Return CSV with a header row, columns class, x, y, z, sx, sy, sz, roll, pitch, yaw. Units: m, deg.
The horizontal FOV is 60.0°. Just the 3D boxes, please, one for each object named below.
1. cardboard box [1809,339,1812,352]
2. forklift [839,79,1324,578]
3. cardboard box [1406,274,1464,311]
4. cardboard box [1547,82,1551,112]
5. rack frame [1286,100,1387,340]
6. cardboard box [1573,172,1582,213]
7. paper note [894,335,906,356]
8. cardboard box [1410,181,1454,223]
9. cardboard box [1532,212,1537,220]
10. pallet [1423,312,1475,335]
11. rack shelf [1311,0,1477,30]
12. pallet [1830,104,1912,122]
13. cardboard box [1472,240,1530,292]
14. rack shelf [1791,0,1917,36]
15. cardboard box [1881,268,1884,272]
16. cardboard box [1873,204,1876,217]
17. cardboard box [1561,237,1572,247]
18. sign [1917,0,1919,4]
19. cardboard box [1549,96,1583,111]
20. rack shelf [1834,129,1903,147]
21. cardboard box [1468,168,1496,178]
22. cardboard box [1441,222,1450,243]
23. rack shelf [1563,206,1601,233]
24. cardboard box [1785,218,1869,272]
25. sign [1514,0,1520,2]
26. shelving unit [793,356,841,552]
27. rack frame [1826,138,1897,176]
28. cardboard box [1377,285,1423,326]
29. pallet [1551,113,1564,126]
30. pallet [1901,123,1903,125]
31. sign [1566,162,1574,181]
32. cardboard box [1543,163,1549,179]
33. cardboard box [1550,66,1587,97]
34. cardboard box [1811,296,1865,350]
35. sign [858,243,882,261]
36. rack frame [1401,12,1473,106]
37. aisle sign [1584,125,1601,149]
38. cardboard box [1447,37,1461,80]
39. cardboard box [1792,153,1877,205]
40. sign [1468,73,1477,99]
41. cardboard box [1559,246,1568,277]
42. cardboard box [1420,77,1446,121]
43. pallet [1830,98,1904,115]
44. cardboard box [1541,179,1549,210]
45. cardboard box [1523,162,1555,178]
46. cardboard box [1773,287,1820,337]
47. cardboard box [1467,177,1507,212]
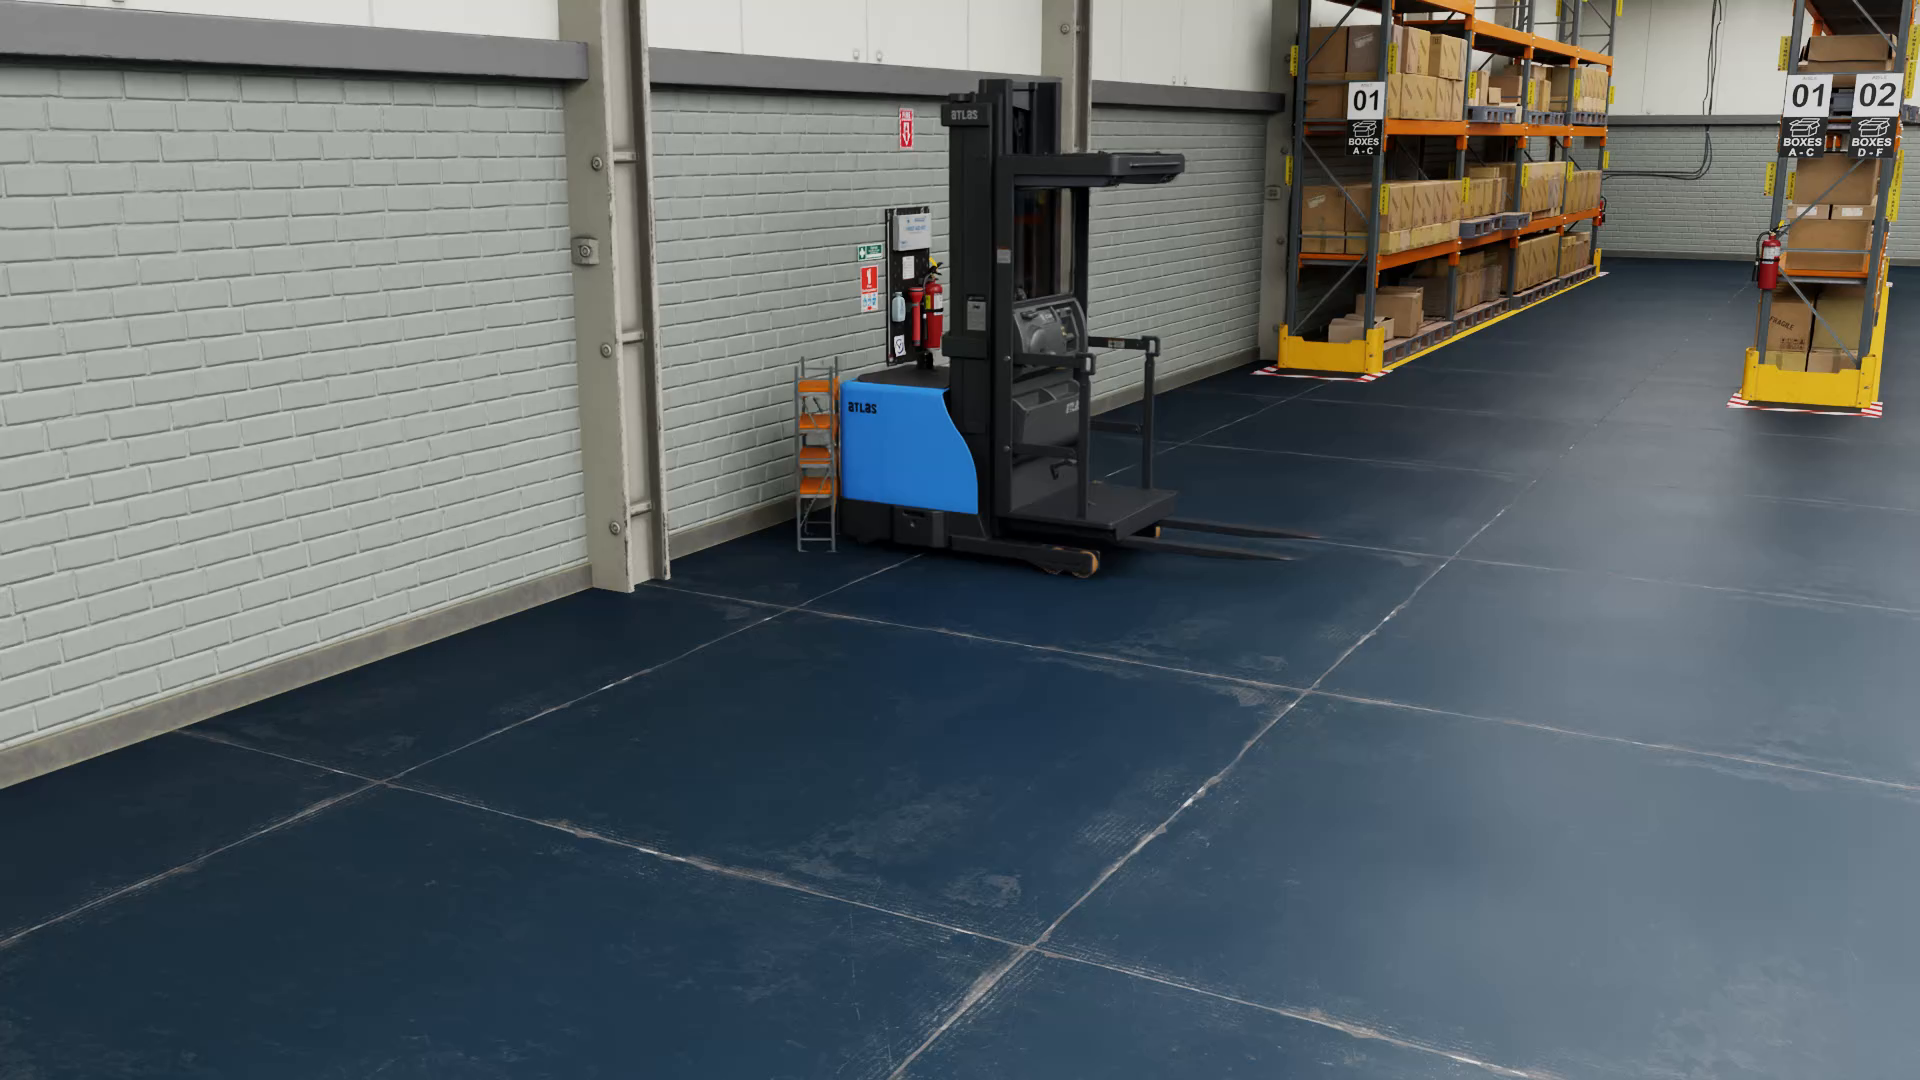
class,x,y,z,sx,sy,sz,roll,pitch,yaw
cardboard box,9.049,-2.084,18.247,0.500,0.250,0.500,7,15,28
forklift,0.748,-1.335,10.319,3.031,2.935,1.130,7,15,28
cardboard box,6.719,-3.510,23.589,0.700,0.500,0.500,7,15,27
cardboard box,9.518,-7.441,27.946,0.700,0.500,0.500,6,15,25
rack frame,4.238,-3.426,18.846,1.000,3.000,0.127,7,15,28
cardboard box,10.674,-6.293,30.096,0.980,0.700,0.700,7,15,27
paper note,-0.455,-1.478,12.642,0.016,0.148,0.142,7,15,28
cardboard box,5.978,-4.313,21.203,0.500,0.500,0.500,7,15,28
cardboard box,9.200,-5.313,27.163,0.380,0.149,0.250,7,15,28
pallet,6.547,-3.051,23.240,1.003,0.211,1.213,7,15,28
rack shelf,5.205,-6.402,19.930,1.077,0.370,4.000,7,15,28
pallet,11.656,-5.495,21.427,1.003,0.211,1.213,8,16,31
cardboard box,8.576,-4.363,26.421,0.750,0.750,0.750,7,15,27
rack shelf,9.544,-5.649,17.652,1.077,0.370,4.000,7,15,28
cardboard box,13.409,-3.777,24.697,0.500,0.500,0.500,7,15,27
cardboard box,9.080,-3.341,16.892,0.380,0.149,0.250,7,15,27
cardboard box,10.816,-5.384,30.020,0.380,0.149,0.250,8,16,30
sign,16.787,-9.529,29.028,0.100,0.325,0.005,7,15,28
cardboard box,10.604,-7.638,29.128,0.500,0.250,0.500,7,15,28
rack shelf,15.345,-6.847,28.168,1.077,0.370,4.000,7,15,28
cardboard box,7.823,-5.504,24.927,0.380,0.149,0.250,5,14,19
cardboard box,5.960,-3.951,21.300,0.500,0.250,0.500,7,15,28
rack shelf,11.006,-5.949,30.845,1.077,0.370,4.000,7,15,28
cardboard box,8.814,-3.009,16.901,0.700,0.500,0.500,7,15,28
sign,9.566,-9.404,28.509,0.100,0.325,0.005,7,15,28
shelving unit,-0.924,-0.565,10.815,0.258,1.200,0.503,0,14,0
rack frame,14.378,-5.328,26.734,1.000,3.000,0.127,7,15,28
cardboard box,5.705,-3.028,21.590,0.500,0.500,0.500,6,15,24
pallet,9.639,-7.060,27.926,0.805,0.209,1.217,7,15,26
pallet,13.502,-6.356,24.998,1.213,0.211,1.003,7,15,28
sign,10.519,-6.353,28.685,0.100,0.325,0.005,7,15,28
cardboard box,9.290,-6.018,27.105,0.500,0.250,0.500,7,15,27
cardboard box,10.630,-8.006,29.050,0.500,0.500,0.500,7,15,28
cardboard box,9.271,-2.286,17.485,0.500,0.500,0.500,7,15,28
sign,-0.657,-2.108,12.169,0.001,0.109,0.331,7,15,28
rack frame,6.172,-7.164,21.547,1.000,3.000,0.127,7,15,28
aisle sign,12.271,-7.954,32.078,0.394,0.787,0.004,7,15,28
cardboard box,5.910,-6.002,20.740,0.500,0.500,0.500,8,16,31
cardboard box,8.839,-3.650,16.794,0.700,0.500,0.500,7,15,28
sign,6.651,-5.897,21.590,0.100,0.325,0.005,7,15,28
cardboard box,10.491,-5.019,29.890,0.700,0.500,0.500,8,16,29
cardboard box,5.654,-5.412,20.425,0.500,0.500,0.500,7,15,26
pallet,9.530,-4.675,17.812,1.003,0.211,1.213,7,15,28
cardboard box,9.312,-5.657,27.208,0.500,0.500,0.500,8,16,30
cardboard box,9.535,-6.123,27.539,0.500,0.250,0.500,8,16,29
cardboard box,9.289,-2.551,18.586,0.500,0.500,0.500,7,15,28
cardboard box,7.887,-5.233,25.186,0.700,0.500,0.500,5,15,21
